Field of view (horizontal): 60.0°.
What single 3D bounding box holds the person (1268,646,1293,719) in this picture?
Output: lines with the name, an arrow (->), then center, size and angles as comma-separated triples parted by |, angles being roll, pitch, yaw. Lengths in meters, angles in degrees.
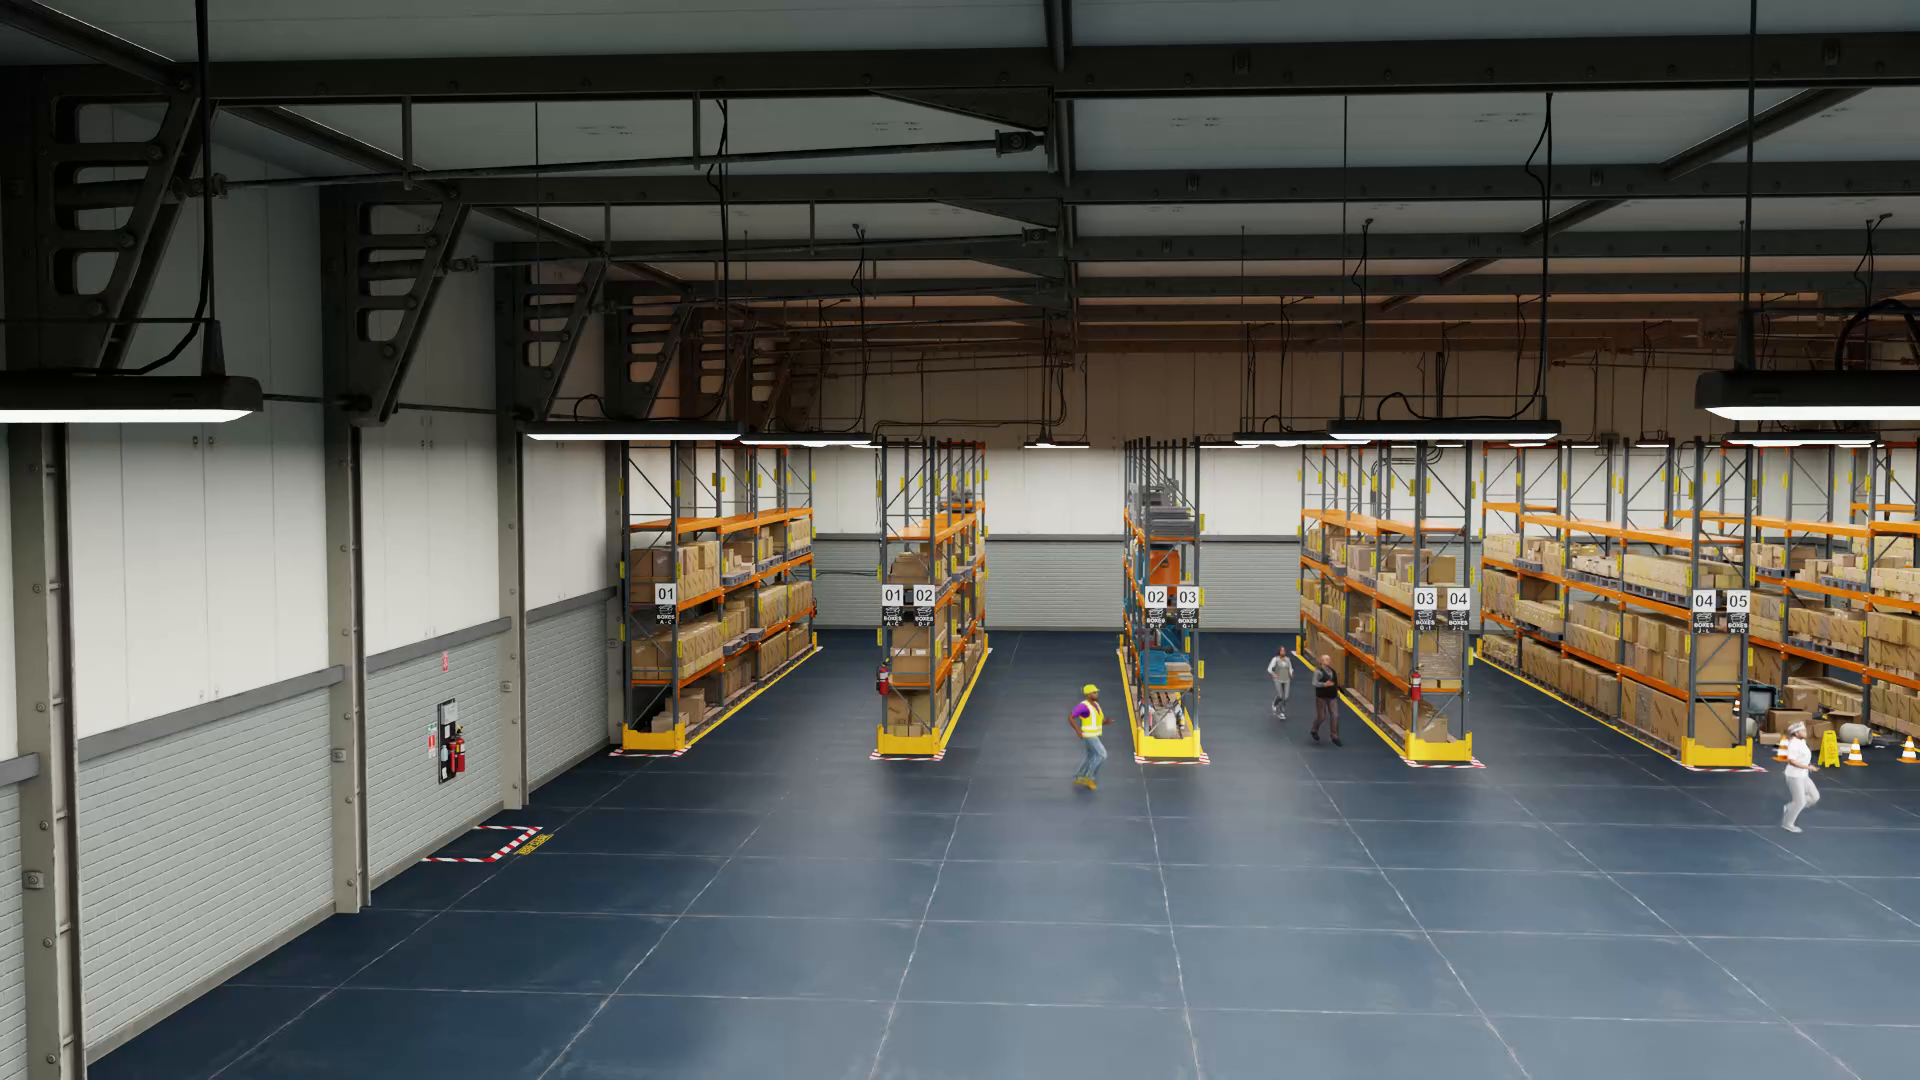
person -> 6.881, 3.043, 35.542 | 0.534, 1.554, 0.552 | 0, 3, -9

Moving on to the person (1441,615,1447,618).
person -> 13.749, 2.396, 47.111 | 0.840, 1.659, 0.665 | -2, 4, -32

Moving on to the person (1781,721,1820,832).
person -> 12.642, 3.548, 24.983 | 0.537, 1.671, 0.624 | 3, 4, 42

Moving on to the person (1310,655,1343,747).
person -> 7.133, 3.103, 32.376 | 0.651, 1.738, 0.881 | -1, 3, -20

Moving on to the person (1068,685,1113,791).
person -> 2.242, 3.338, 28.110 | 0.714, 1.779, 0.670 | 1, 3, 26
